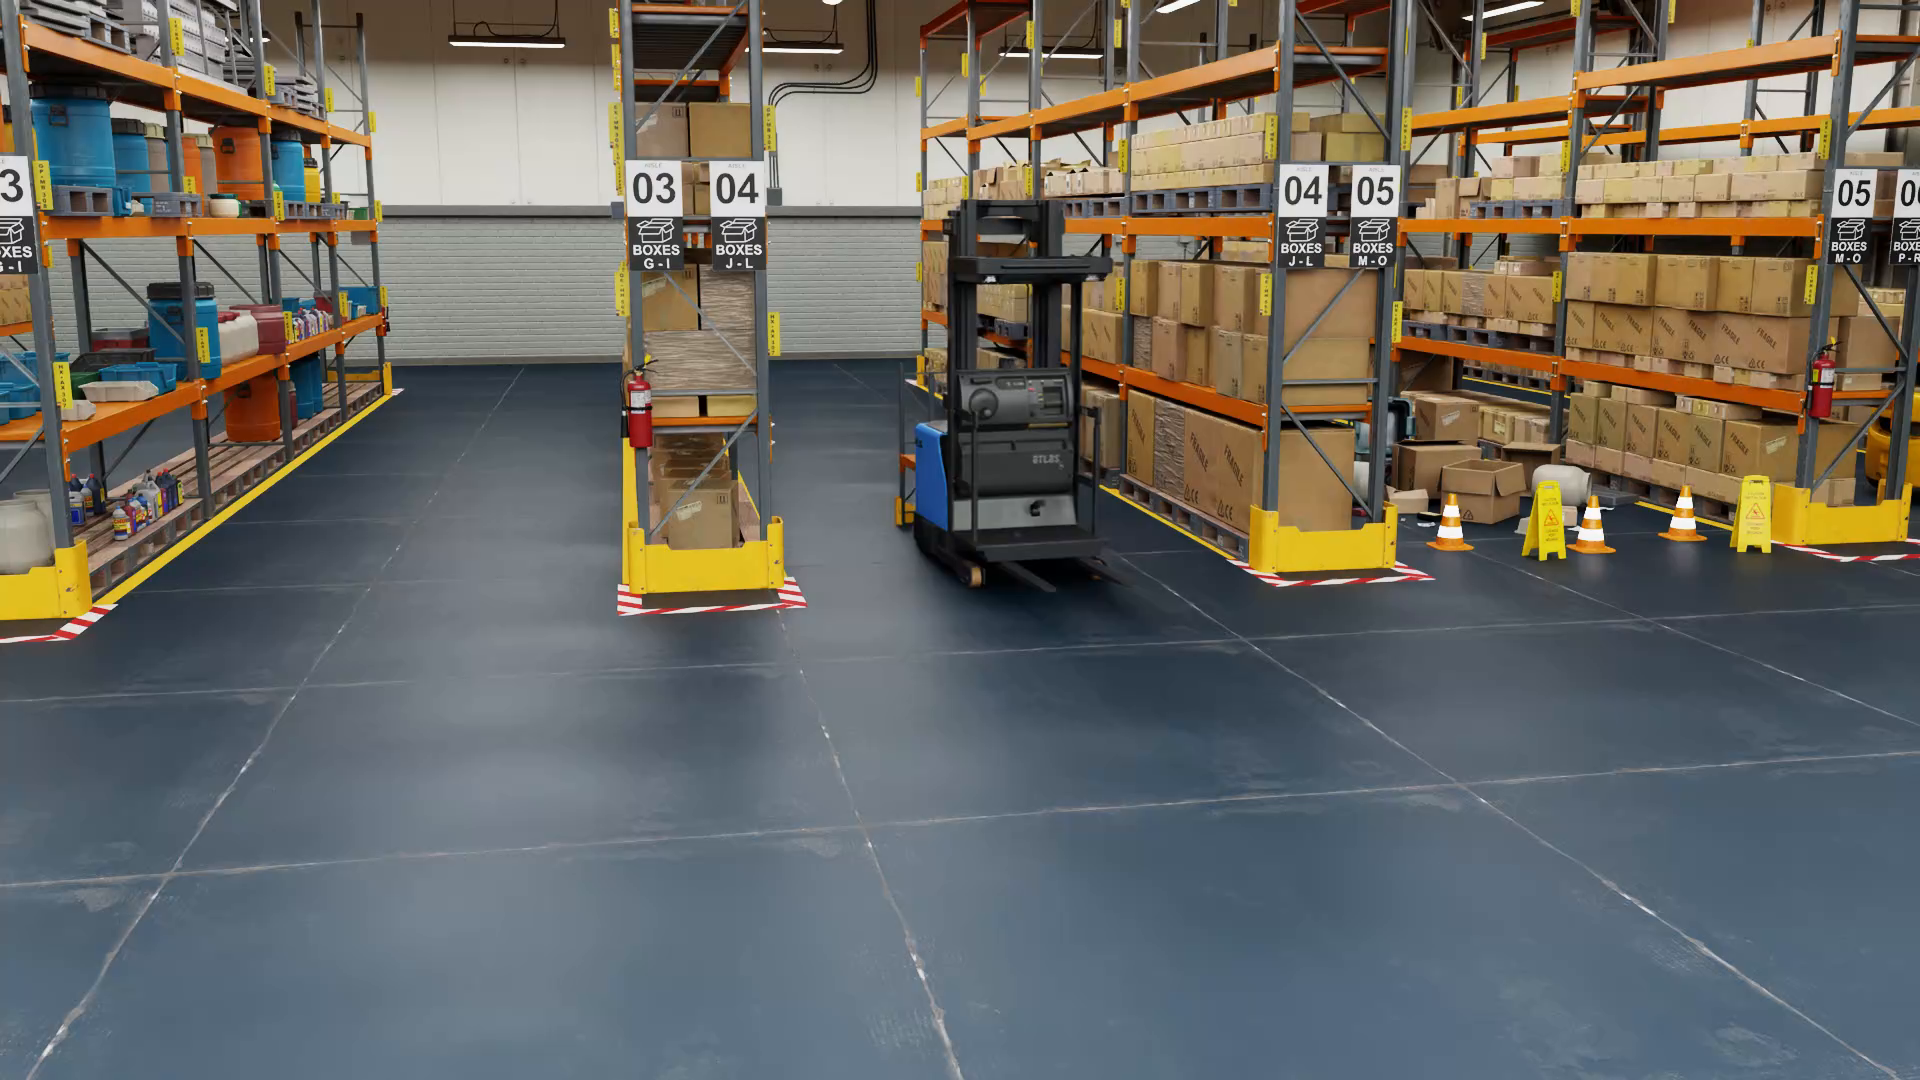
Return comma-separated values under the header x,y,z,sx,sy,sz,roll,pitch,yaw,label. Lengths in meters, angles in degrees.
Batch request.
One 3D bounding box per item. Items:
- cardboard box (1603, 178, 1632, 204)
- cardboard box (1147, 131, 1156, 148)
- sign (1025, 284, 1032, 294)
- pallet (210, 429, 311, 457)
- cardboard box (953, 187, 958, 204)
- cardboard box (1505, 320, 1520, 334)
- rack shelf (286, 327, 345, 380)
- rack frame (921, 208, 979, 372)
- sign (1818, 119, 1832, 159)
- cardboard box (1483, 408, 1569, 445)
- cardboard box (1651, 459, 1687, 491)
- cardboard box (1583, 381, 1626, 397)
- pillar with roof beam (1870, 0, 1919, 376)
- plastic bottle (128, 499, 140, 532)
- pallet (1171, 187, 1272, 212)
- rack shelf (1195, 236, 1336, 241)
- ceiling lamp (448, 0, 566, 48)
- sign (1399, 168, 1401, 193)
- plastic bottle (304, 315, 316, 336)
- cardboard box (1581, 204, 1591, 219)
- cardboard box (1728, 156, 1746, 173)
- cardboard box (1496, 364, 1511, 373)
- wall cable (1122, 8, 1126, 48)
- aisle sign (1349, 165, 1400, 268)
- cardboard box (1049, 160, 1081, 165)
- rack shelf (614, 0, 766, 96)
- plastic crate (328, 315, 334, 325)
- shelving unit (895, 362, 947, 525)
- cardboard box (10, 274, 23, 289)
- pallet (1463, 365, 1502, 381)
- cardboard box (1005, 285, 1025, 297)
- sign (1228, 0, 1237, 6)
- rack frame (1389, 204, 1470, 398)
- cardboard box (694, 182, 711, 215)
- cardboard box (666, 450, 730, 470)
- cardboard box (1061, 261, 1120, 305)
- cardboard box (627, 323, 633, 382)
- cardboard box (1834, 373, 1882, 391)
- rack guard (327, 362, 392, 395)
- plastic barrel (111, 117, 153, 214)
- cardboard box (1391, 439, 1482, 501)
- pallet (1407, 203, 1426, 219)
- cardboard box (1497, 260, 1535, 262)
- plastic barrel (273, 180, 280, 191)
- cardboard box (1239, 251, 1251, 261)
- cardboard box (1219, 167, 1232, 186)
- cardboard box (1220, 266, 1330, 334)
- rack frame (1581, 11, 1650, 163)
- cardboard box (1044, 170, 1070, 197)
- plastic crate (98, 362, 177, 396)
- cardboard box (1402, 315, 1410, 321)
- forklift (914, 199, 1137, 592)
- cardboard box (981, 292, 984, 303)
x,y,z,sx,sy,sz,roll,pitch,yaw,label
6.932,-3.558,16.950,0.500,0.250,0.500,-2,11,-11,cardboard box
2.007,-3.823,15.887,0.380,0.149,0.250,-2,11,-12,cardboard box
0.861,-3.240,20.813,0.100,0.325,0.005,-2,11,-11,sign
-8.546,-1.163,20.243,1.003,0.211,1.213,-2,11,-11,pallet
0.185,-5.282,25.468,0.500,0.250,0.500,-3,11,-13,cardboard box
6.515,-2.459,19.142,0.380,0.149,0.250,-2,11,-12,cardboard box
-8.741,-2.403,21.225,1.077,0.370,4.000,-2,11,-11,rack shelf
-0.164,-4.199,28.736,1.000,3.000,0.127,-2,11,-11,rack frame
7.235,-3.355,13.911,0.100,0.325,0.005,-2,11,-11,sign
6.758,-1.340,19.619,0.950,0.372,0.625,-1,11,-7,cardboard box
7.162,-0.648,16.310,0.500,0.250,0.500,-3,11,-13,cardboard box
6.821,-1.596,17.551,0.380,0.149,0.250,-2,11,-10,cardboard box
8.011,-5.696,20.554,9.100,9.000,0.400,-2,11,-11,pillar with roof beam
-6.909,-0.205,13.872,0.097,0.271,0.097,0,11,0,plastic bottle
2.552,-3.054,14.937,1.003,0.211,1.213,-2,11,-11,pallet
5.061,-5.151,27.638,1.077,0.370,4.000,-2,11,-11,rack shelf
-7.959,-10.256,28.900,2.000,3.185,0.800,-2,11,-11,ceiling lamp
5.682,-4.678,21.636,0.100,0.325,0.005,-2,11,-11,sign
-8.540,-2.818,21.811,0.152,0.276,0.135,-2,11,-11,plastic bottle
6.824,-3.480,17.608,0.380,0.149,0.250,-2,11,-12,cardboard box
7.309,-3.445,15.289,0.380,0.149,0.250,-2,11,-11,cardboard box
9.699,-3.183,28.958,0.500,0.500,0.500,-2,11,-10,cardboard box
2.262,-11.581,33.825,2.355,3.000,0.029,-2,11,-11,wall cable
3.256,-2.540,13.064,0.394,0.787,0.004,-2,11,-11,aisle sign
1.395,-4.855,21.843,0.396,0.266,0.258,-2,11,-11,cardboard box
-2.326,-4.062,13.902,1.077,0.370,4.000,-2,11,-11,rack shelf
-9.080,-3.114,23.579,0.396,0.136,0.243,-2,11,-11,plastic crate
-0.175,-0.813,14.958,0.587,1.500,1.083,-3,11,-16,shelving unit
-14.206,-3.959,24.532,0.500,0.500,0.500,-2,11,-9,cardboard box
9.711,-3.049,30.150,1.003,0.211,1.213,-2,11,-11,pallet
0.800,-3.226,21.583,0.380,0.149,0.250,-2,11,-12,cardboard box
2.719,-5.498,16.592,0.100,0.325,0.005,-2,11,-11,sign
6.228,-2.930,22.070,1.000,3.000,0.127,-2,11,-11,rack frame
-1.777,-2.600,12.715,0.500,0.250,0.500,-2,11,-9,cardboard box
-2.360,-0.524,14.990,0.500,0.500,0.500,-3,11,-16,cardboard box
1.569,-3.097,20.002,0.700,0.500,0.500,-2,11,-12,cardboard box
-2.232,-1.487,13.425,0.875,0.500,0.500,-2,11,-11,cardboard box
7.921,-1.410,14.751,0.380,0.149,0.250,-2,11,-11,cardboard box
-9.925,-2.633,27.193,1.175,0.500,0.348,-2,11,-11,rack guard
-7.885,-3.461,15.497,0.600,0.901,0.708,-2,11,-11,plastic barrel
4.769,-0.705,16.690,0.797,0.637,0.503,-2,11,-11,cardboard box
6.050,-4.427,22.417,1.213,0.211,1.003,-2,11,-8,pallet
6.823,-3.361,20.410,0.380,0.149,0.250,-3,11,-14,cardboard box
-8.332,-4.196,19.990,0.294,0.245,0.294,0,11,0,plastic barrel
4.888,-4.467,27.203,0.500,0.500,0.500,-2,11,-10,cardboard box
2.403,-3.058,14.002,0.380,0.149,0.250,-2,11,-10,cardboard box
2.716,-2.036,14.080,0.875,0.550,0.550,-2,11,-11,cardboard box
10.318,-6.792,26.315,1.000,3.000,0.127,-2,11,-11,rack frame
1.317,-4.276,19.967,0.500,0.311,0.500,-2,11,-11,cardboard box
-7.092,-1.390,14.375,0.499,0.251,0.616,-2,11,-11,plastic crate
5.875,-2.940,22.522,0.500,0.250,0.500,-3,11,-13,cardboard box
0.507,-1.152,12.909,1.130,2.935,3.031,-3,11,-16,forklift
0.499,-3.365,23.107,0.380,0.149,0.250,-2,11,-12,cardboard box
